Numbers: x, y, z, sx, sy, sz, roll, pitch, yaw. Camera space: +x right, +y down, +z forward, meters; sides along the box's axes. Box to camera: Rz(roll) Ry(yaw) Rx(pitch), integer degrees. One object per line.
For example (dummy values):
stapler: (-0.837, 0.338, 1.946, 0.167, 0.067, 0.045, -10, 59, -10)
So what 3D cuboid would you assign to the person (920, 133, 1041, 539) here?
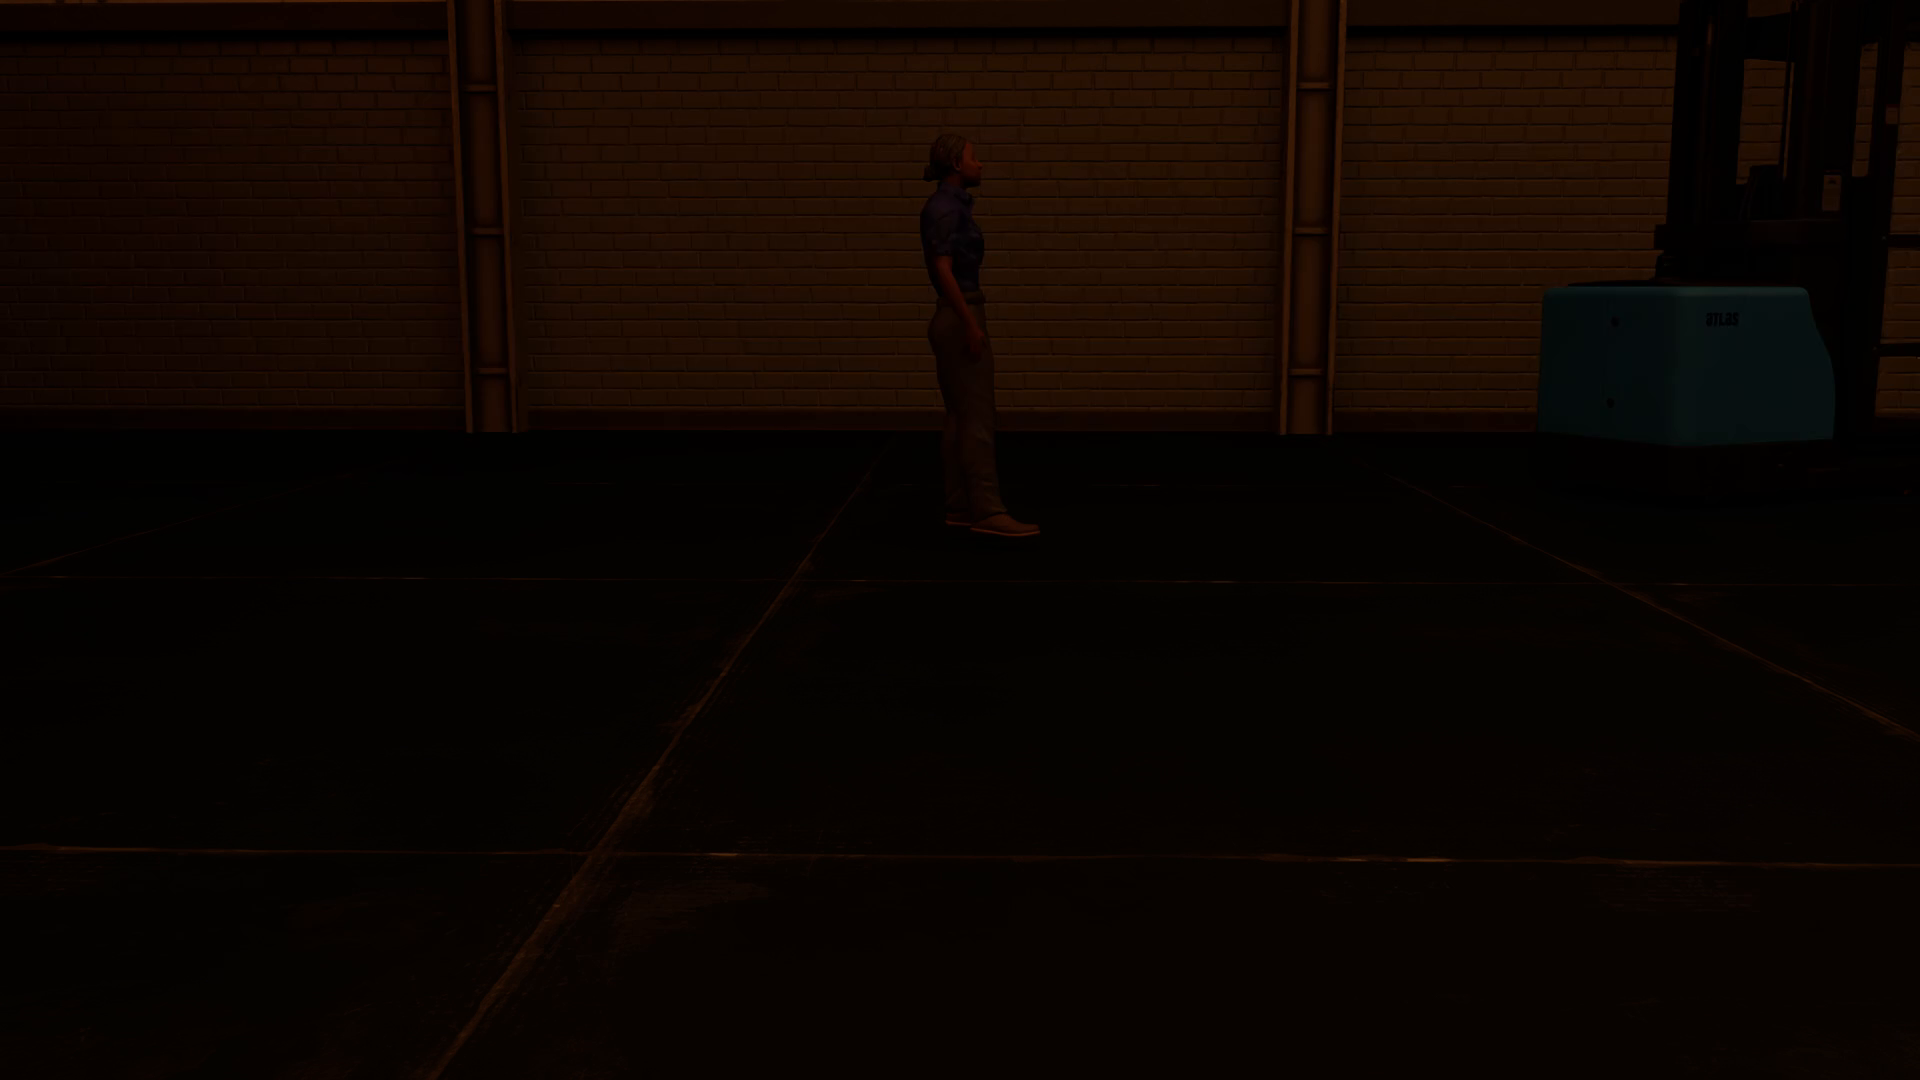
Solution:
person: (0.087, -0.861, 6.973, 0.504, 1.654, 0.569, 0, 9, 1)

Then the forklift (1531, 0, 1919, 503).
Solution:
forklift: (4.622, -1.751, 8.886, 3.031, 2.935, 1.130, -4, 10, -24)
